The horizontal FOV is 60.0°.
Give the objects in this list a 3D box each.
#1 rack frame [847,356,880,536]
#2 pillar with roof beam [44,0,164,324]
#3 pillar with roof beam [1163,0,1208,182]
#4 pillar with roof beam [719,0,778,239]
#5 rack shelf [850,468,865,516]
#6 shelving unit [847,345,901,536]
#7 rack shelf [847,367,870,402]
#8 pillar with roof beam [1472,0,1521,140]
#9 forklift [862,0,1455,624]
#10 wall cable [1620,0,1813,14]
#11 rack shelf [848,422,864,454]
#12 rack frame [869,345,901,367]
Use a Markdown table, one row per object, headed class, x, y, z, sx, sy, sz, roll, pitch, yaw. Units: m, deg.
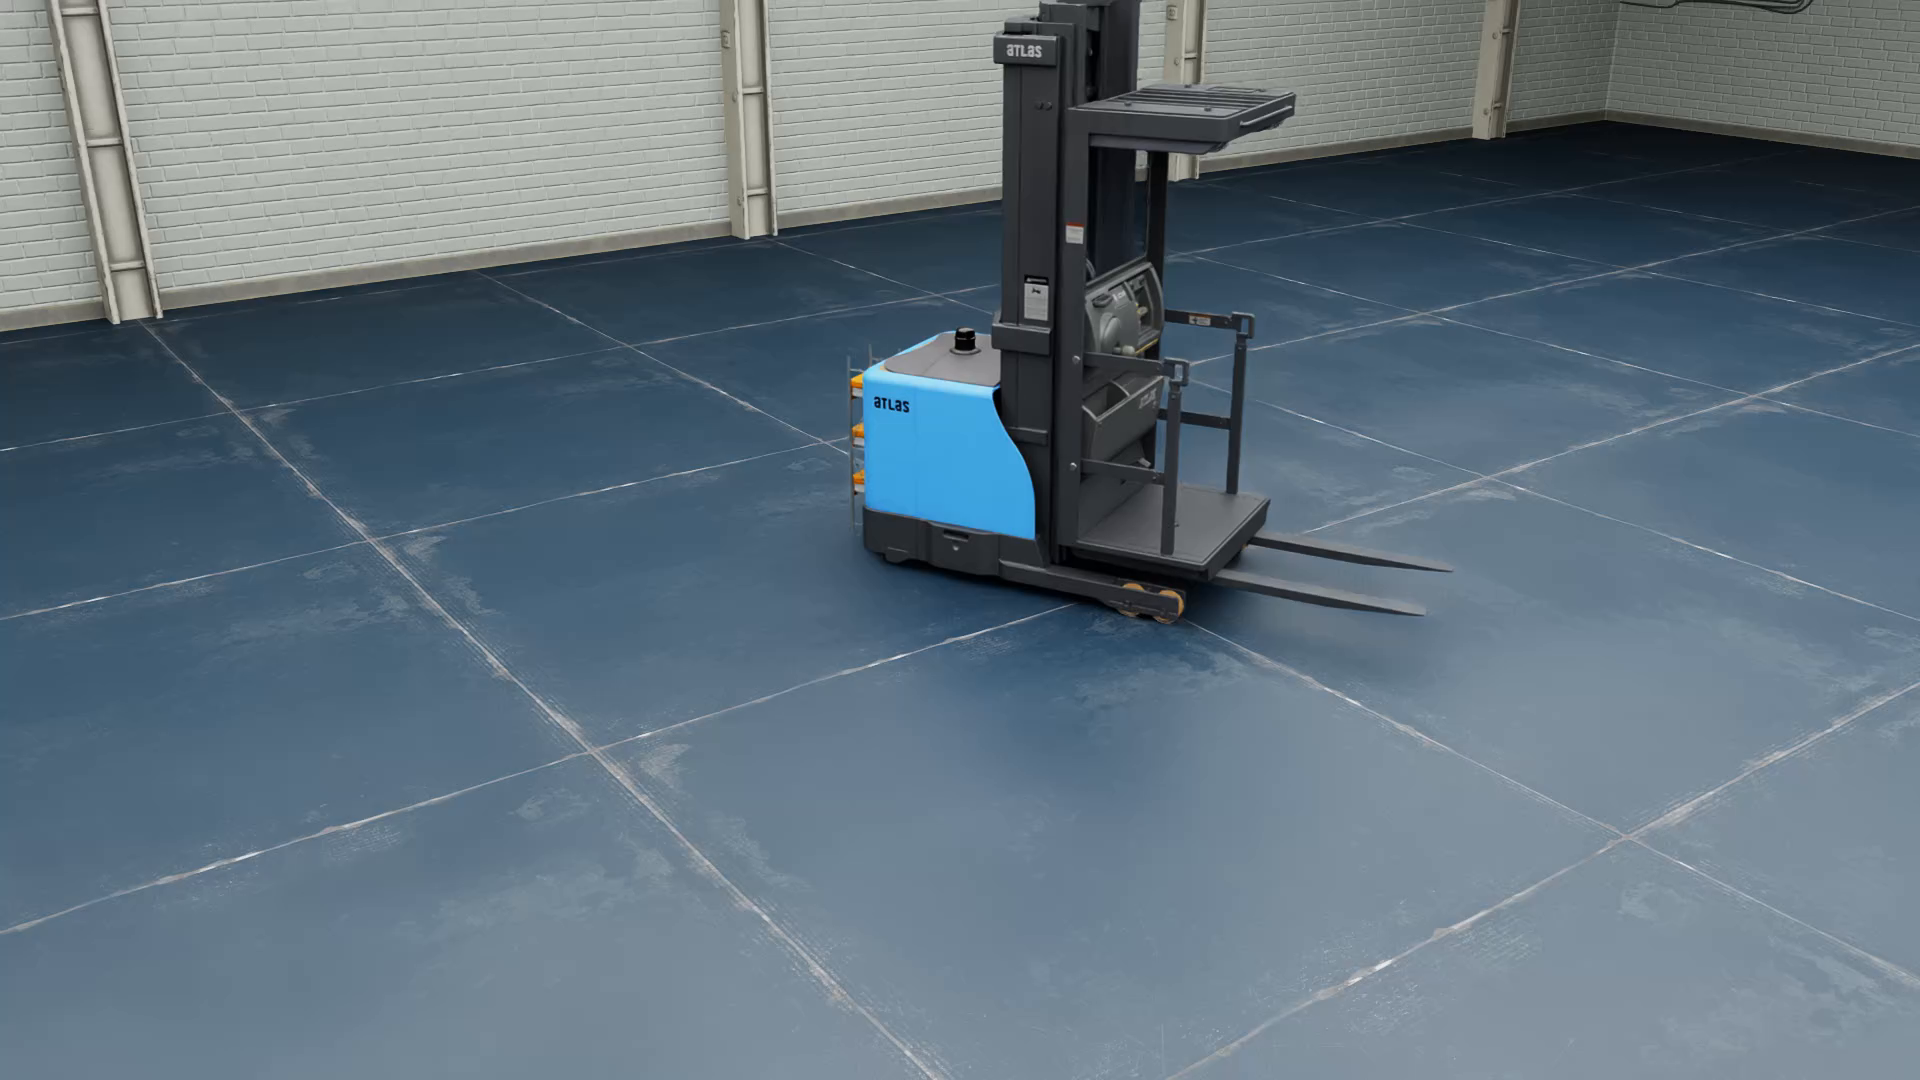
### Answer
| class | x | y | z | sx | sy | sz | roll | pitch | yaw |
| --- | --- | --- | --- | --- | --- | --- | --- | --- | --- |
| rack frame | -0.526 | -0.503 | 9.239 | 0.200 | 1.050 | 0.008 | 10 | 24 | 25 |
| pillar with roof beam | -4.508 | -4.781 | 9.235 | 0.400 | 9.000 | 9.100 | -15 | 26 | -33 |
| pillar with roof beam | 5.233 | -7.378 | 15.744 | 0.400 | 9.000 | 9.100 | -15 | 26 | -33 |
| pillar with roof beam | 0.362 | -6.079 | 12.490 | 0.400 | 9.000 | 9.100 | -15 | 26 | -33 |
| rack shelf | -0.472 | -0.275 | 9.448 | 0.215 | 0.259 | 0.240 | 10 | 24 | 25 |
| shelving unit | -0.472 | -0.543 | 9.341 | 0.215 | 1.050 | 0.252 | 10 | 24 | 25 |
| rack shelf | -0.472 | -0.797 | 9.239 | 0.215 | 0.259 | 0.240 | 10 | 24 | 25 |
| pillar with roof beam | 10.103 | -8.677 | 18.999 | 0.400 | 9.000 | 9.100 | -15 | 26 | -33 |
| forklift | 1.019 | -1.166 | 8.363 | 3.031 | 2.935 | 1.130 | 11 | 24 | 25 |
| wall cable | 10.752 | -8.770 | 23.421 | 0.112 | 2.526 | 3.097 | -15 | 26 | -33 |
| rack shelf | -0.472 | -0.533 | 9.345 | 0.215 | 0.259 | 0.240 | 10 | 24 | 25 |
| rack frame | -0.417 | -0.583 | 9.442 | 0.200 | 1.050 | 0.008 | 10 | 24 | 25 |
